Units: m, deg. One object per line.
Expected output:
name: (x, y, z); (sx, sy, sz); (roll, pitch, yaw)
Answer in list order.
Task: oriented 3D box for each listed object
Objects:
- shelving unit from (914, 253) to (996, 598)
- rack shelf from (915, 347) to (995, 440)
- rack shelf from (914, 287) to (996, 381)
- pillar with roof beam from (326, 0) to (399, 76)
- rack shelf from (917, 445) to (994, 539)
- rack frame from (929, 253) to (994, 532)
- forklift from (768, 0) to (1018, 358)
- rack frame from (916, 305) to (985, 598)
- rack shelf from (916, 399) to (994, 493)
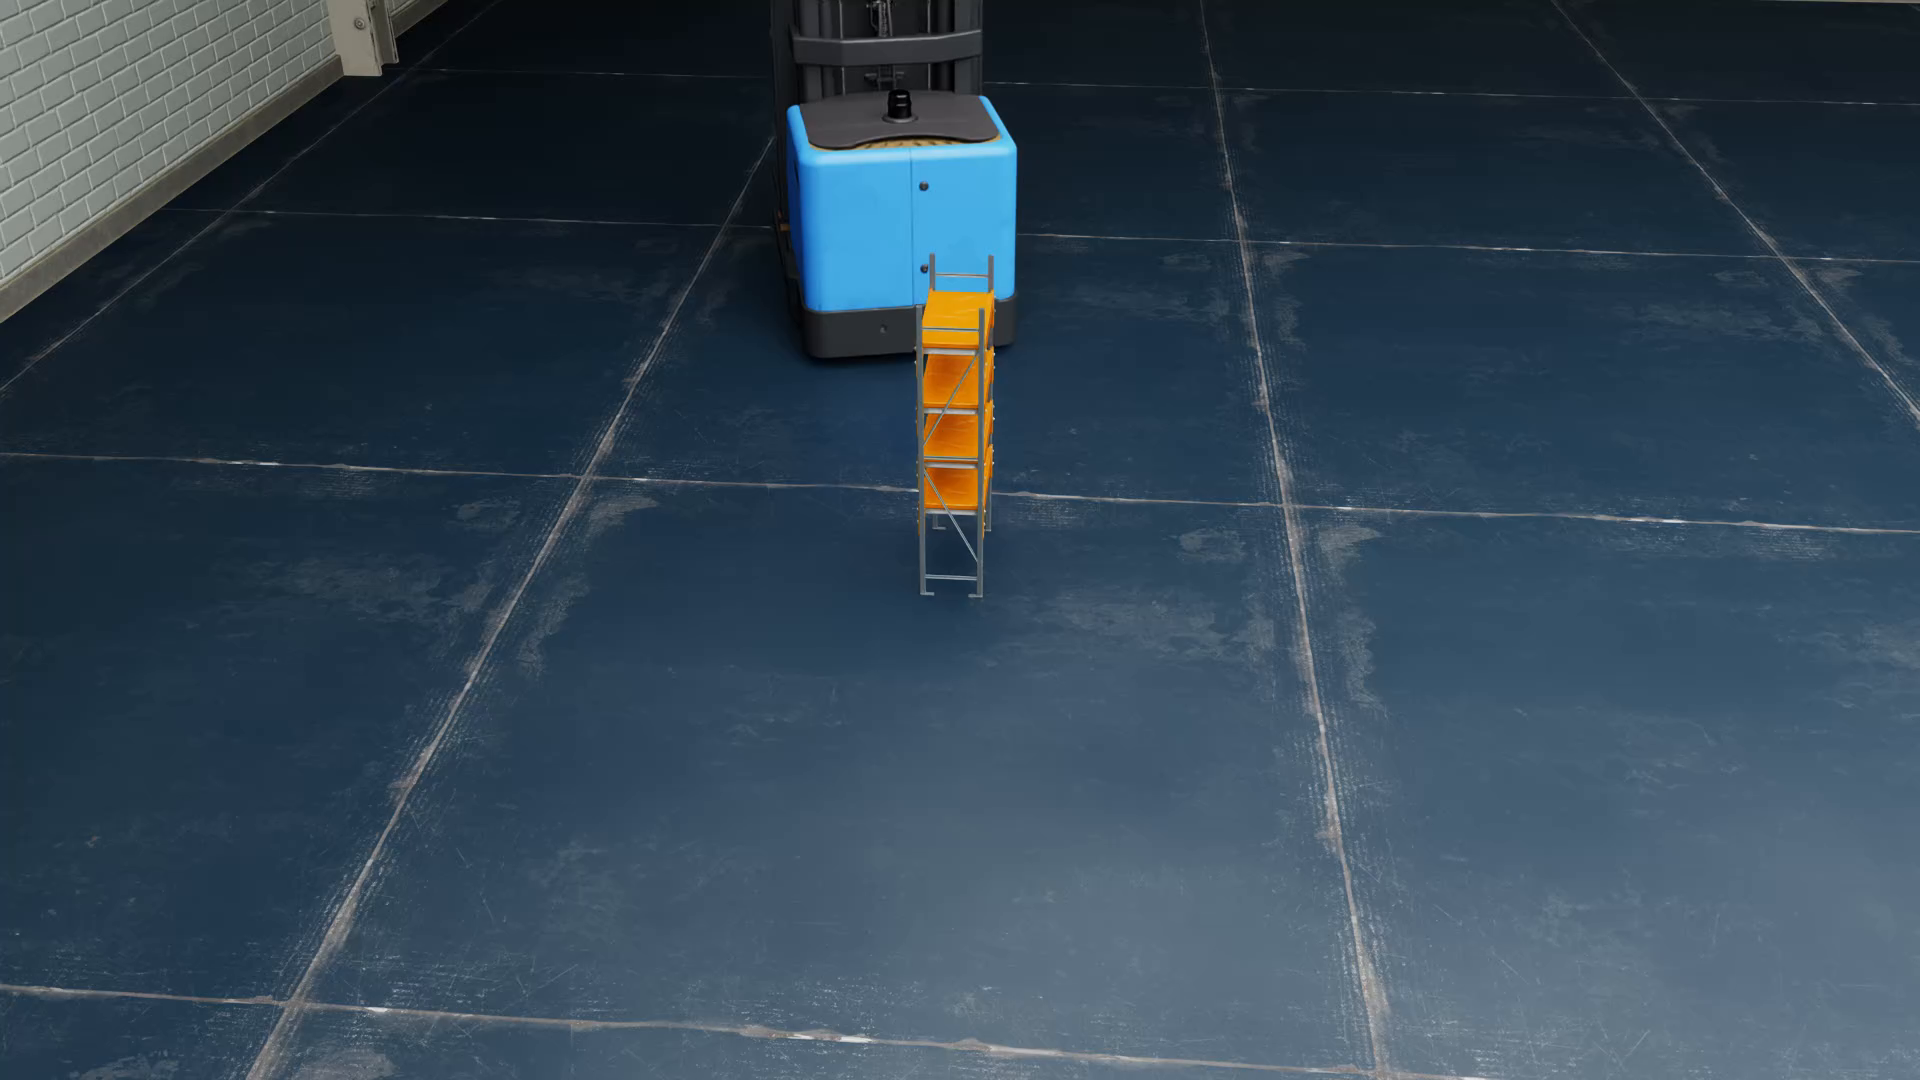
shelving unit: (-0.013, -0.424, 6.295); (0.258, 1.200, 0.503); (2, 32, 4)
rack shelf: (-0.013, -0.557, 6.213); (0.258, 0.148, 0.480); (2, 32, 4)
rack shelf: (-0.013, -0.759, 6.089); (0.258, 0.148, 0.480); (2, 32, 4)
pillar with roof beam: (-0.150, -7.198, 9.853); (9.100, 9.000, 0.400); (2, 32, 4)
rack shelf: (-0.013, -0.198, 6.434); (0.258, 0.148, 0.480); (2, 32, 4)
rack frame: (0.006, -0.552, 6.502); (0.240, 1.200, 0.015); (2, 32, 4)
forklift: (-0.468, -2.885, 8.638); (1.130, 2.935, 3.031); (-5, 32, -8)
rack frame: (-0.033, -0.297, 6.088); (0.240, 1.200, 0.015); (2, 32, 4)
rack shelf: (-0.013, -0.367, 6.330); (0.258, 0.148, 0.480); (2, 32, 4)
